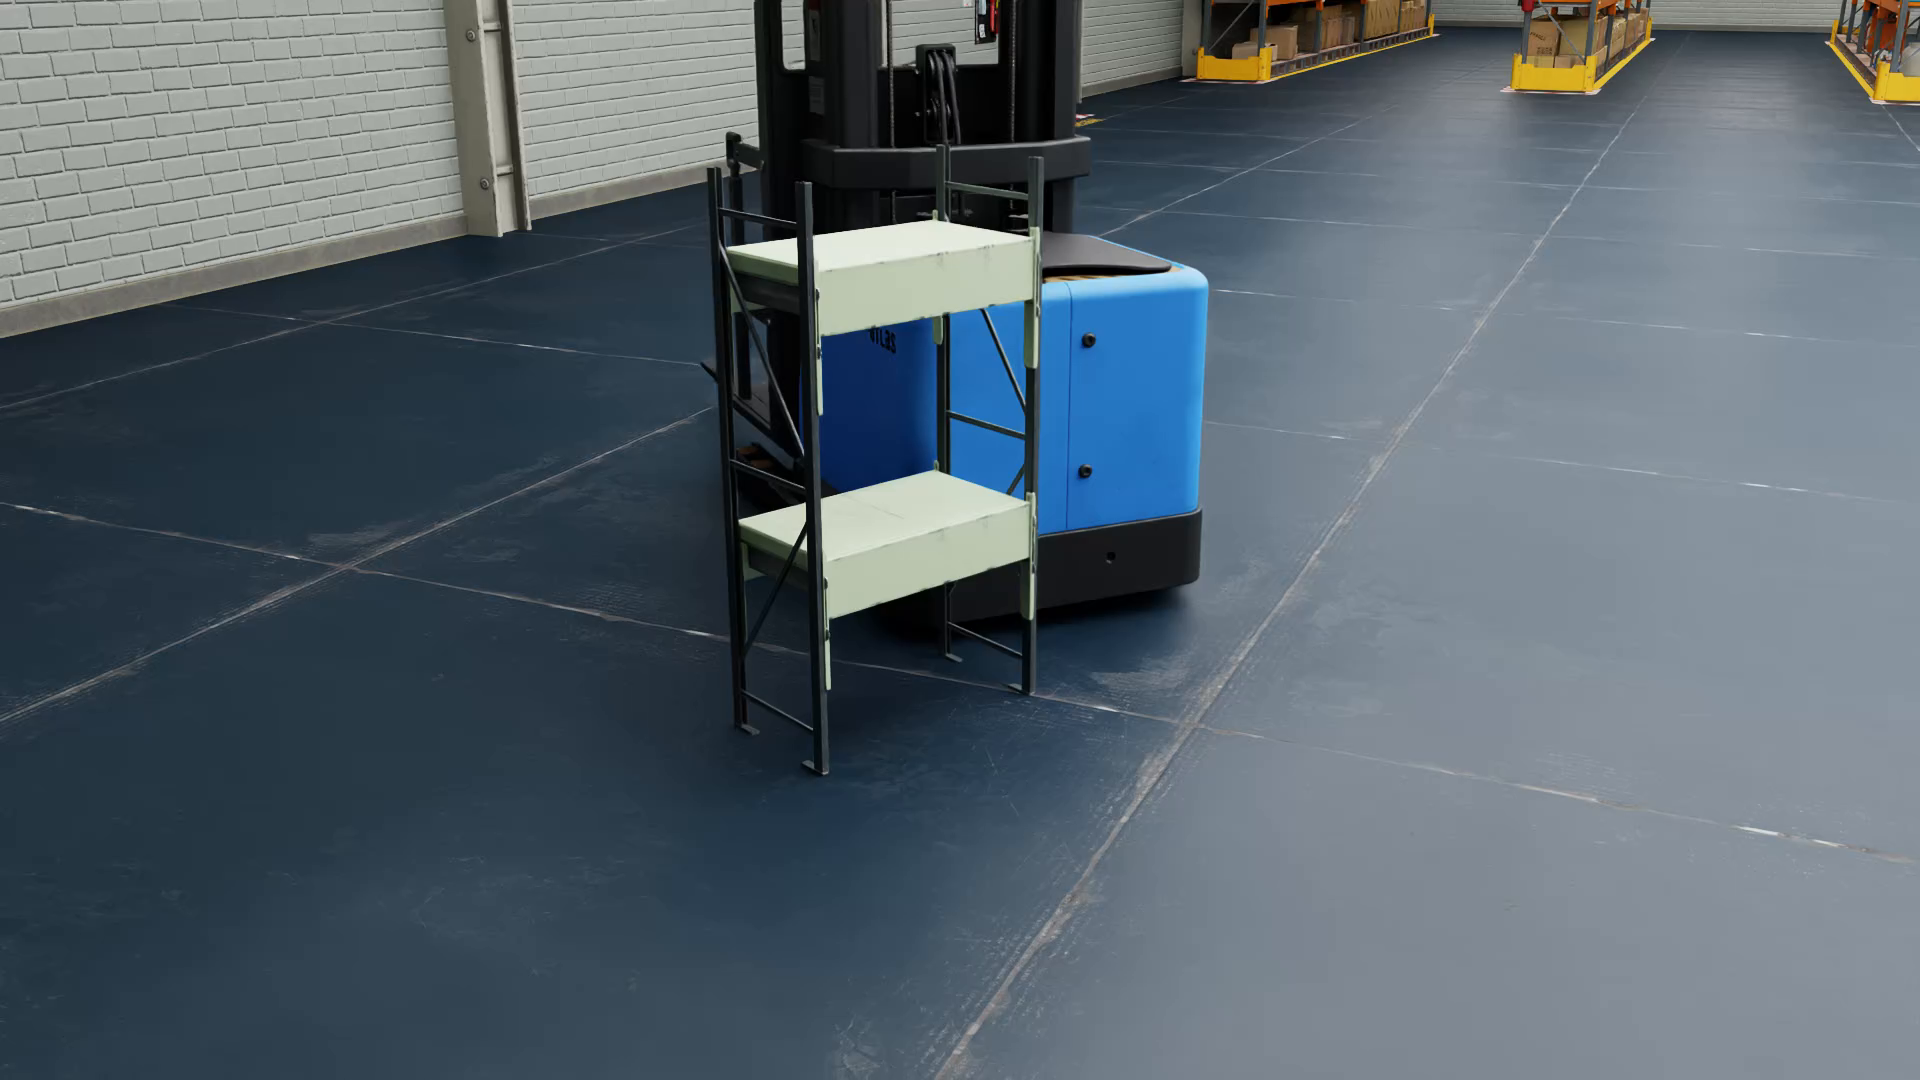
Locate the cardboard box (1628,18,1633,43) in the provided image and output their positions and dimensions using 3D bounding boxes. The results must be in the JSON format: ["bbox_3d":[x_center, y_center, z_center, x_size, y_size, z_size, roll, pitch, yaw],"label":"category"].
[{"bbox_3d":[12.866,-9.955,32.558,0.500,0.500,0.500,8,21,21],"label":"cardboard box"}]

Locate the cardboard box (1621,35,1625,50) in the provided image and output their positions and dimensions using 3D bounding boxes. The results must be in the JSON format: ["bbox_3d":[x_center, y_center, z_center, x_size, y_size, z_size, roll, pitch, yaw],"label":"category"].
[{"bbox_3d":[12.217,-9.373,31.323,0.500,0.250,0.500,9,22,24],"label":"cardboard box"}]

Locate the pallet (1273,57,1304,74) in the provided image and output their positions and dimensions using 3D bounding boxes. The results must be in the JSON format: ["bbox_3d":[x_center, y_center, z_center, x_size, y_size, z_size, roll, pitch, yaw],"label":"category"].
[{"bbox_3d":[5.310,-8.222,28.773,1.003,0.211,1.213,9,21,23],"label":"pallet"}]

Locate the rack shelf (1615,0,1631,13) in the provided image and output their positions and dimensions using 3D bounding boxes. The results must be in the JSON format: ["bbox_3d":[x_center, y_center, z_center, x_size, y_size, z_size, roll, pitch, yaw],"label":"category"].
[{"bbox_3d":[11.391,-9.714,29.881,1.077,0.370,4.000,9,21,23],"label":"rack shelf"}]

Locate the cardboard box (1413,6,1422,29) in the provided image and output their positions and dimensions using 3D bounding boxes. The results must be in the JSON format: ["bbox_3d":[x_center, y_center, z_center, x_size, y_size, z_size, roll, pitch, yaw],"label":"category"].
[{"bbox_3d":[10.565,-12.428,39.542,0.700,0.500,0.500,8,21,23],"label":"cardboard box"}]

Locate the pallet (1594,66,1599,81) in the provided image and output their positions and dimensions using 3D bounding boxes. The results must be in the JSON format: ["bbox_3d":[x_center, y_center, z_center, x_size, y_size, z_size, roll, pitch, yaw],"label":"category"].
[{"bbox_3d":[9.710,-7.516,26.788,1.003,0.211,1.213,9,21,23],"label":"pallet"}]

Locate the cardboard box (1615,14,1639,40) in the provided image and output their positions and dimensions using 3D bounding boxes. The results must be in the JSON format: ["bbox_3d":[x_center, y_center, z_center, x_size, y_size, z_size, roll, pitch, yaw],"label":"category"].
[{"bbox_3d":[13.697,-10.577,34.306,0.500,0.500,0.500,9,21,23],"label":"cardboard box"}]

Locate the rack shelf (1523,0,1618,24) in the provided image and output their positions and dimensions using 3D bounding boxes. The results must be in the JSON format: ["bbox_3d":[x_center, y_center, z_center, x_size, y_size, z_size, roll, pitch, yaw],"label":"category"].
[{"bbox_3d":[9.753,-8.491,26.442,1.077,0.370,4.000,9,21,23],"label":"rack shelf"}]

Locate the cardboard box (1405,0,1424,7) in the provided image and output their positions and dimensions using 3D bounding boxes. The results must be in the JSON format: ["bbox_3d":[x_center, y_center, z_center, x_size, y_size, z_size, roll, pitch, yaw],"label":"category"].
[{"bbox_3d":[10.779,-12.744,39.463,0.380,0.149,0.250,9,22,24],"label":"cardboard box"}]

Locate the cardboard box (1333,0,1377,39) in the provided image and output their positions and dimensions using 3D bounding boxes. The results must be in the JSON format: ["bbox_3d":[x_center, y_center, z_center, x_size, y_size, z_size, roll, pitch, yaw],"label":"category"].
[{"bbox_3d":[8.110,-10.735,34.259,0.750,0.750,0.750,8,21,22],"label":"cardboard box"}]

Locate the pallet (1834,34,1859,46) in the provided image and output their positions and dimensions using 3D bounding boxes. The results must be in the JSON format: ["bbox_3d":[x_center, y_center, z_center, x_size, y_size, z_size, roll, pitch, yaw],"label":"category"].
[{"bbox_3d":[19.630,-10.869,36.215,1.003,0.211,1.213,9,21,23],"label":"pallet"}]

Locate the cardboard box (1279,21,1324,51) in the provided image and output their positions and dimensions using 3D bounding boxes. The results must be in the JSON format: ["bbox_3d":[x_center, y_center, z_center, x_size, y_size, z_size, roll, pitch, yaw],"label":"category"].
[{"bbox_3d":[6.337,-9.377,30.933,0.700,0.500,0.500,9,22,25],"label":"cardboard box"}]

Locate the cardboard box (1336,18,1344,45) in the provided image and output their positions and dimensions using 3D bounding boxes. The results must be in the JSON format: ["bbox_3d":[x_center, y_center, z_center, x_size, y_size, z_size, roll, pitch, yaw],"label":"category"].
[{"bbox_3d":[7.125,-10.004,32.696,0.700,0.500,0.500,9,21,23],"label":"cardboard box"}]

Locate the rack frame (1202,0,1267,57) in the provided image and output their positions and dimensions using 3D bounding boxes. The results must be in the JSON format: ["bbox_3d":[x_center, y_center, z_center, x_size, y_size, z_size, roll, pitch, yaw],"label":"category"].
[{"bbox_3d":[4.413,-8.897,26.511,1.000,3.000,0.127,9,21,23],"label":"rack frame"}]

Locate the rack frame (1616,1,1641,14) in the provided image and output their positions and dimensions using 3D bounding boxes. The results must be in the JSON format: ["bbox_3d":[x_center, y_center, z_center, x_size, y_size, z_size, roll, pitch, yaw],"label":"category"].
[{"bbox_3d":[13.848,-11.887,34.918,1.000,3.000,0.127,9,21,23],"label":"rack frame"}]

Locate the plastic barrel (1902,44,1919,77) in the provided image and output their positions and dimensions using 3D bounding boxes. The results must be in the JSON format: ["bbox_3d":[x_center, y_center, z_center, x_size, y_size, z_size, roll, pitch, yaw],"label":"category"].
[{"bbox_3d":[13.651,-6.775,23.630,0.421,0.512,0.421,0,20,0],"label":"plastic barrel"}]

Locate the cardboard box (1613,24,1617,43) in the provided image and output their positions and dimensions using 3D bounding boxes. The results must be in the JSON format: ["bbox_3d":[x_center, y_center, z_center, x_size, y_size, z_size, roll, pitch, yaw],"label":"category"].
[{"bbox_3d":[11.178,-8.853,29.025,0.500,0.311,0.500,8,21,22],"label":"cardboard box"}]

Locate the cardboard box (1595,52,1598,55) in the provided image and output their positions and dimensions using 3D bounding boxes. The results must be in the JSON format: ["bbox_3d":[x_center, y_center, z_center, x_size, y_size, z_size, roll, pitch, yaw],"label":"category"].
[{"bbox_3d":[9.763,-7.561,26.229,0.500,0.250,0.500,9,21,23],"label":"cardboard box"}]

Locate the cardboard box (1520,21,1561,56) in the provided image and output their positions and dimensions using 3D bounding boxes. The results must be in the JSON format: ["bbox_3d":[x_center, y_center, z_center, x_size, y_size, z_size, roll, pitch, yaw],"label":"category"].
[{"bbox_3d":[8.882,-7.679,25.443,0.500,0.500,0.500,9,21,23],"label":"cardboard box"}]

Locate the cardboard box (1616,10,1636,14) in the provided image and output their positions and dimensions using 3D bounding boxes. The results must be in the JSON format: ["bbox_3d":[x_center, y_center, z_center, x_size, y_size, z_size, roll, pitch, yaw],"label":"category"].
[{"bbox_3d":[14.612,-11.493,36.879,0.797,0.503,0.637,9,21,23],"label":"cardboard box"}]

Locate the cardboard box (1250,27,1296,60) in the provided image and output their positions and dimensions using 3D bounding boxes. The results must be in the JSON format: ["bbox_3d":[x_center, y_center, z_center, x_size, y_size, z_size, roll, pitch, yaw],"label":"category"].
[{"bbox_3d":[5.358,-8.518,28.517,0.700,0.500,0.500,7,21,19],"label":"cardboard box"}]

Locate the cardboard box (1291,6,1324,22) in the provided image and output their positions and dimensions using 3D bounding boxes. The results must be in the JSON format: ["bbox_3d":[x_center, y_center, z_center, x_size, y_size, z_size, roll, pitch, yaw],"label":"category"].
[{"bbox_3d":[6.514,-9.865,31.188,0.500,0.250,0.500,8,21,22],"label":"cardboard box"}]

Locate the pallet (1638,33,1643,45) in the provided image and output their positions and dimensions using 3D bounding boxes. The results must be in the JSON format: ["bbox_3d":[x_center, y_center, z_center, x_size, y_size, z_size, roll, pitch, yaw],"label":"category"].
[{"bbox_3d":[14.628,-11.157,37.027,1.003,0.211,1.213,9,21,23],"label":"pallet"}]

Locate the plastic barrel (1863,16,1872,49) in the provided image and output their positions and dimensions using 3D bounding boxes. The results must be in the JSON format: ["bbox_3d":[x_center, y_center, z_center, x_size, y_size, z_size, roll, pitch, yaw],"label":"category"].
[{"bbox_3d":[17.375,-9.542,31.297,0.600,0.588,0.708,9,21,23],"label":"plastic barrel"}]

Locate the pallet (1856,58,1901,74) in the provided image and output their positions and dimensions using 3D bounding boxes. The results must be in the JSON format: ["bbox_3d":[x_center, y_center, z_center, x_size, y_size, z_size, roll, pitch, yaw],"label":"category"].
[{"bbox_3d":[15.874,-8.067,28.336,1.003,0.211,1.213,9,21,23],"label":"pallet"}]

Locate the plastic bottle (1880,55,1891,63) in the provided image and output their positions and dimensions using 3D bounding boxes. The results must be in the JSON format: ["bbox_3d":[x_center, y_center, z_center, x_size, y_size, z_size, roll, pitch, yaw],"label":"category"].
[{"bbox_3d":[13.932,-7.157,25.025,0.152,0.276,0.135,9,21,23],"label":"plastic bottle"}]

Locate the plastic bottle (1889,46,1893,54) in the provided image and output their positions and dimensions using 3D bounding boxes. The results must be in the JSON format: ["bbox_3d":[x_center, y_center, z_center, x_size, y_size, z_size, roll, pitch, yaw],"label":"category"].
[{"bbox_3d":[14.512,-7.510,25.907,0.144,0.351,0.185,9,21,23],"label":"plastic bottle"}]

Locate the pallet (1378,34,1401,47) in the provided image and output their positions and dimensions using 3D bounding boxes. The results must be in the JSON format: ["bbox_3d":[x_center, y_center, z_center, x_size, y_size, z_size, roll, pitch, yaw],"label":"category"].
[{"bbox_3d":[9.080,-11.006,36.601,1.003,0.211,1.213,9,21,23],"label":"pallet"}]

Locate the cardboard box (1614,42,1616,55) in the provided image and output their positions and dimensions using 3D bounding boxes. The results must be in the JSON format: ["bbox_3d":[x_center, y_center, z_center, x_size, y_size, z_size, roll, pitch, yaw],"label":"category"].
[{"bbox_3d":[11.383,-8.748,29.568,0.500,0.250,0.500,8,21,21],"label":"cardboard box"}]

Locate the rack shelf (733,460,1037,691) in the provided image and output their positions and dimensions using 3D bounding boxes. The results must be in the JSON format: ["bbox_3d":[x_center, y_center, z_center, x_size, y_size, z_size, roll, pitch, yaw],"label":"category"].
[{"bbox_3d":[-0.201,0.074,4.495,0.720,0.370,0.431,-16,25,-38],"label":"rack shelf"}]

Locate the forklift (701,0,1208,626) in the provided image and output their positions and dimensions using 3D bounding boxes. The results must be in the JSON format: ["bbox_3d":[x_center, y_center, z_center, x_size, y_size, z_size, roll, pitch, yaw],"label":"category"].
[{"bbox_3d":[-0.272,-1.576,6.026,1.130,2.935,3.031,-8,21,-22],"label":"forklift"}]

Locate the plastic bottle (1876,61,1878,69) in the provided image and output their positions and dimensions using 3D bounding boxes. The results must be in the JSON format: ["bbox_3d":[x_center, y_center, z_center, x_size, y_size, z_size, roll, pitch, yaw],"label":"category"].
[{"bbox_3d":[14.166,-7.319,25.592,0.097,0.201,0.097,0,20,0],"label":"plastic bottle"}]

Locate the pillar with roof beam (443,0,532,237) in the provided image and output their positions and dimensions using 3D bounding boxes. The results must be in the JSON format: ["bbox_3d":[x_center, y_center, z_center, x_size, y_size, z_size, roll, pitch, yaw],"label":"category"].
[{"bbox_3d":[0.467,-5.964,9.308,9.100,9.000,0.400,9,21,23],"label":"pillar with roof beam"}]

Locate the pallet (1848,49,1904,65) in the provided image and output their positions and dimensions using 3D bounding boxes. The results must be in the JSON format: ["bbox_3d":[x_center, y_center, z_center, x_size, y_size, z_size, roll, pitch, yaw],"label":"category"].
[{"bbox_3d":[17.012,-8.917,30.726,1.003,0.211,1.213,9,21,23],"label":"pallet"}]

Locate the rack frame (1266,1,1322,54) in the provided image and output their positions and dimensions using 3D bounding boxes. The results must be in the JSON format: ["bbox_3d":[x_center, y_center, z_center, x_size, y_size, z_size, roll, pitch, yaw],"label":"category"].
[{"bbox_3d":[6.051,-10.120,29.949,1.000,3.000,0.127,9,21,23],"label":"rack frame"}]

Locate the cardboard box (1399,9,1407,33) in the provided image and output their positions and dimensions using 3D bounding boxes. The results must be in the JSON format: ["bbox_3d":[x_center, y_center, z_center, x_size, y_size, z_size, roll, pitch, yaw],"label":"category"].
[{"bbox_3d":[9.727,-11.800,37.777,0.700,0.500,0.500,9,21,23],"label":"cardboard box"}]

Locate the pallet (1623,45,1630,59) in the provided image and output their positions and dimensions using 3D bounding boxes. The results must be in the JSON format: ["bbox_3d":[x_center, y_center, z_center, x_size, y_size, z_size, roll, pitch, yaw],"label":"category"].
[{"bbox_3d":[12.550,-9.574,32.574,1.003,0.211,1.213,9,21,23],"label":"pallet"}]

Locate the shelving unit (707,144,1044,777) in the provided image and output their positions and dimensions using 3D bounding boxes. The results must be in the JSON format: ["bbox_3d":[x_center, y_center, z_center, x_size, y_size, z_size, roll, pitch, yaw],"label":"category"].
[{"bbox_3d":[-0.201,-0.233,4.385,0.755,1.500,0.431,-16,25,-38],"label":"shelving unit"}]

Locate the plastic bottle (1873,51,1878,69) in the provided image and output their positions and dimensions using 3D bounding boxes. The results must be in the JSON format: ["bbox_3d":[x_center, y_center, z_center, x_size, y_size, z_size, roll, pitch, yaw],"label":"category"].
[{"bbox_3d":[14.452,-7.545,26.116,0.152,0.276,0.135,9,22,25],"label":"plastic bottle"}]

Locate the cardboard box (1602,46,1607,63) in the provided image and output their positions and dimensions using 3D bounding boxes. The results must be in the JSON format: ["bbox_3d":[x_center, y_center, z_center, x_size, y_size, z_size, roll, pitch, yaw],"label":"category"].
[{"bbox_3d":[10.581,-8.172,27.948,0.500,0.250,0.500,9,21,23],"label":"cardboard box"}]

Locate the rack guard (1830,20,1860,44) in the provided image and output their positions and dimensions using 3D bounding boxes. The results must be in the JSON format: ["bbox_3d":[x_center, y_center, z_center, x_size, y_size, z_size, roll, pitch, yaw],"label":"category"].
[{"bbox_3d":[20.001,-11.261,36.886,1.175,0.500,0.348,9,21,23],"label":"rack guard"}]

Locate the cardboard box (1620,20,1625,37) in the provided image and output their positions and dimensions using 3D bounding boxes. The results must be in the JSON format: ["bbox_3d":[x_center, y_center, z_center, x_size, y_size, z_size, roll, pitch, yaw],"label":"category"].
[{"bbox_3d":[12.013,-9.477,30.781,0.500,0.311,0.500,8,21,22],"label":"cardboard box"}]

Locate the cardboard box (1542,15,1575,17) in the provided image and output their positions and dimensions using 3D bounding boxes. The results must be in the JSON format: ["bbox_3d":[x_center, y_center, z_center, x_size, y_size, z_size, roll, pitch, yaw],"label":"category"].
[{"bbox_3d":[9.899,-8.445,27.595,0.500,0.500,0.500,9,21,23],"label":"cardboard box"}]

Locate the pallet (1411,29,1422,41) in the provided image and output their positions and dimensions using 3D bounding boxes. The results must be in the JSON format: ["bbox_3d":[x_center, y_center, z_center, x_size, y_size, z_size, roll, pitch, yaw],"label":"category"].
[{"bbox_3d":[10.208,-11.848,38.969,1.003,0.211,1.213,9,21,23],"label":"pallet"}]

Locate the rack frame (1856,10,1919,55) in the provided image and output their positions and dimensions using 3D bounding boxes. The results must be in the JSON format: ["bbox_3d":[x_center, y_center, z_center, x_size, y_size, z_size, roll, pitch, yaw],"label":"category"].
[{"bbox_3d":[16.727,-9.984,29.565,1.000,3.000,0.127,9,21,23],"label":"rack frame"}]

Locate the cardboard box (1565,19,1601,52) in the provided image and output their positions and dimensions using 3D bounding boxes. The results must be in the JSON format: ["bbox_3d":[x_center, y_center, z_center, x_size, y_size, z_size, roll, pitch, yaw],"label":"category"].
[{"bbox_3d":[9.752,-7.916,26.108,0.500,0.500,0.500,9,21,23],"label":"cardboard box"}]
